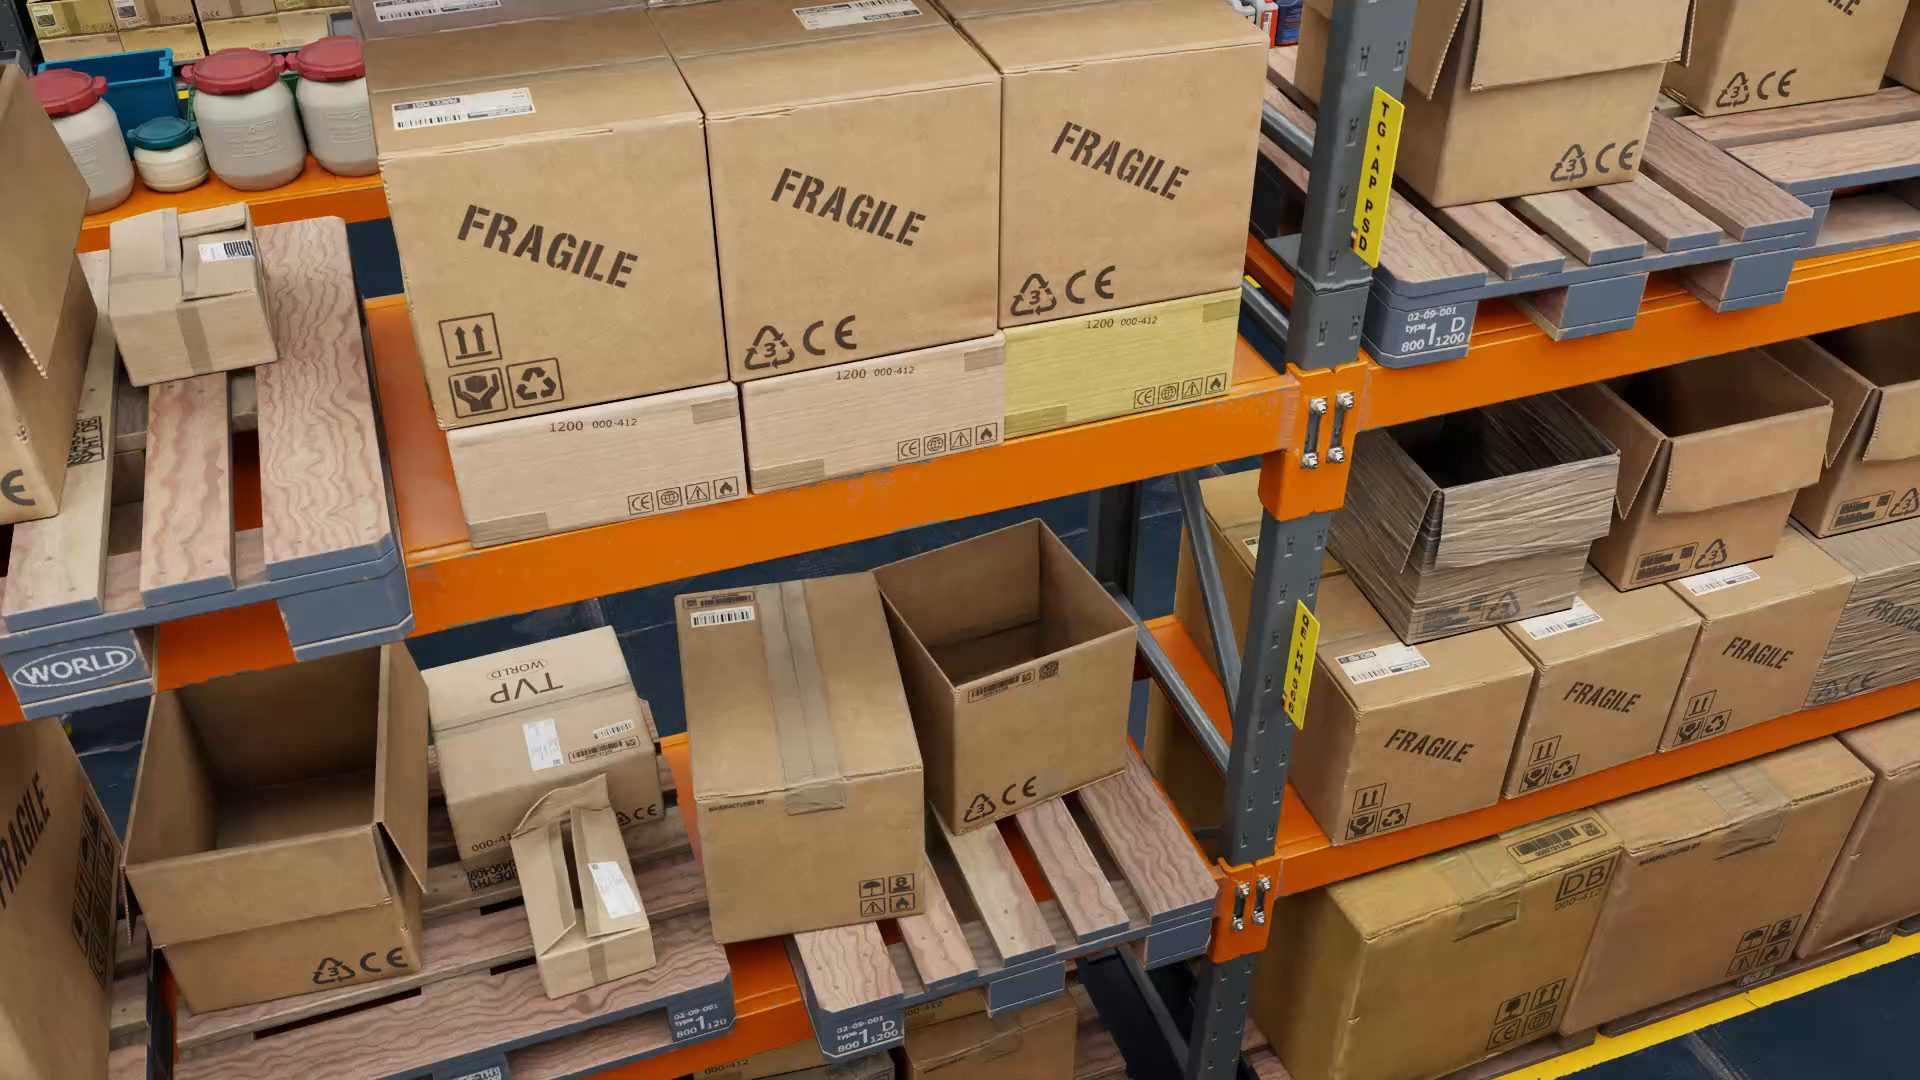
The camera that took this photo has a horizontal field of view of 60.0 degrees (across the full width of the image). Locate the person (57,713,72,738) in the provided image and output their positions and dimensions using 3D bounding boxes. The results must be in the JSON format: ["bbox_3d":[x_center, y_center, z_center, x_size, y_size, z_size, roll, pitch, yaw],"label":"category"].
[{"bbox_3d":[-3.806,0.120,5.994,0.687,1.818,0.627,-8,38,-10],"label":"person"}]
